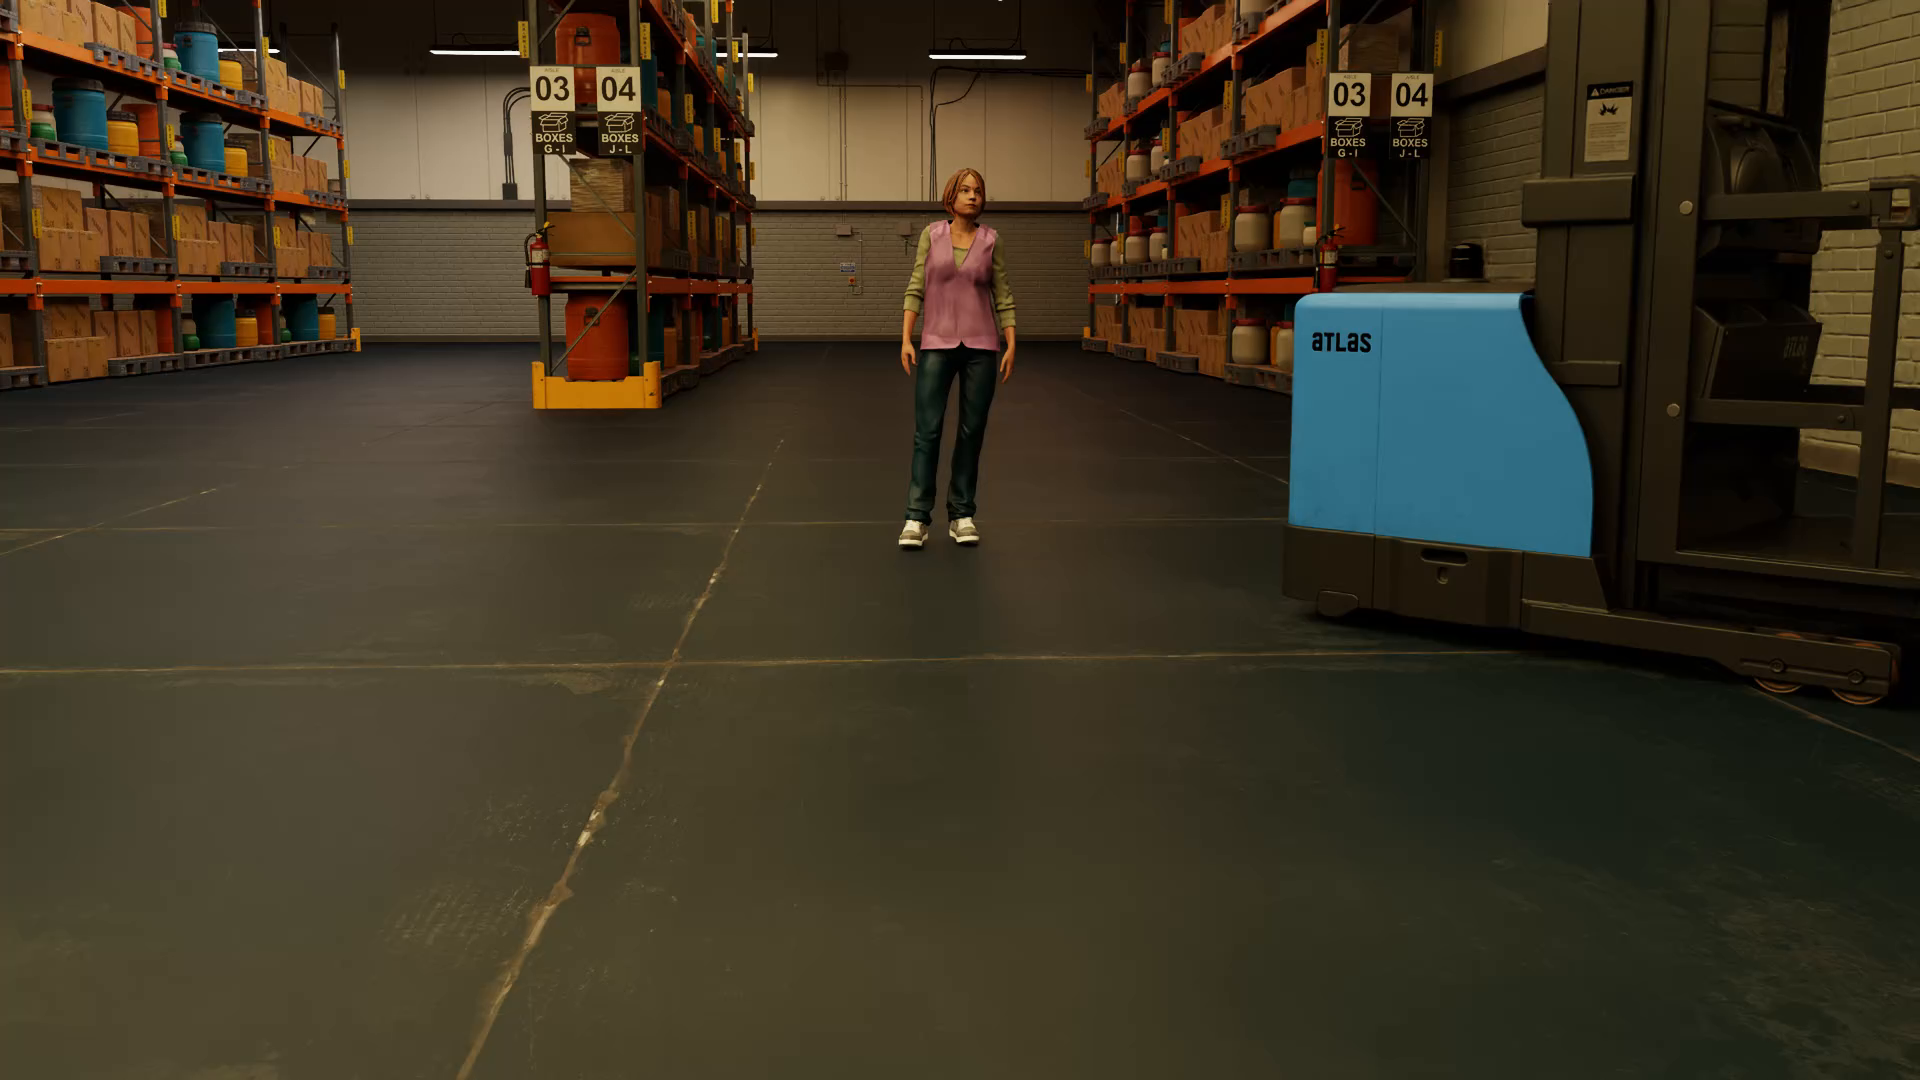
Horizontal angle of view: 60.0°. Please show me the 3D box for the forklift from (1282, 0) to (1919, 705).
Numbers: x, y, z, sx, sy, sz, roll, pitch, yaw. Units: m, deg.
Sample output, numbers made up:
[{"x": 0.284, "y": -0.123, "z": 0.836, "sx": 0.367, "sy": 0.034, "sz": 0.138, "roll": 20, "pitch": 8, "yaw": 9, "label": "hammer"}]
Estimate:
[{"x": 2.512, "y": -1.101, "z": 4.743, "sx": 3.031, "sy": 2.935, "sz": 1.130, "roll": 8, "pitch": 11, "yaw": 42, "label": "forklift"}]

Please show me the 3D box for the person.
[{"x": -0.010, "y": -0.786, "z": 7.117, "sx": 0.520, "sy": 1.599, "sz": 0.473, "roll": -1, "pitch": 8, "yaw": -4, "label": "person"}]
